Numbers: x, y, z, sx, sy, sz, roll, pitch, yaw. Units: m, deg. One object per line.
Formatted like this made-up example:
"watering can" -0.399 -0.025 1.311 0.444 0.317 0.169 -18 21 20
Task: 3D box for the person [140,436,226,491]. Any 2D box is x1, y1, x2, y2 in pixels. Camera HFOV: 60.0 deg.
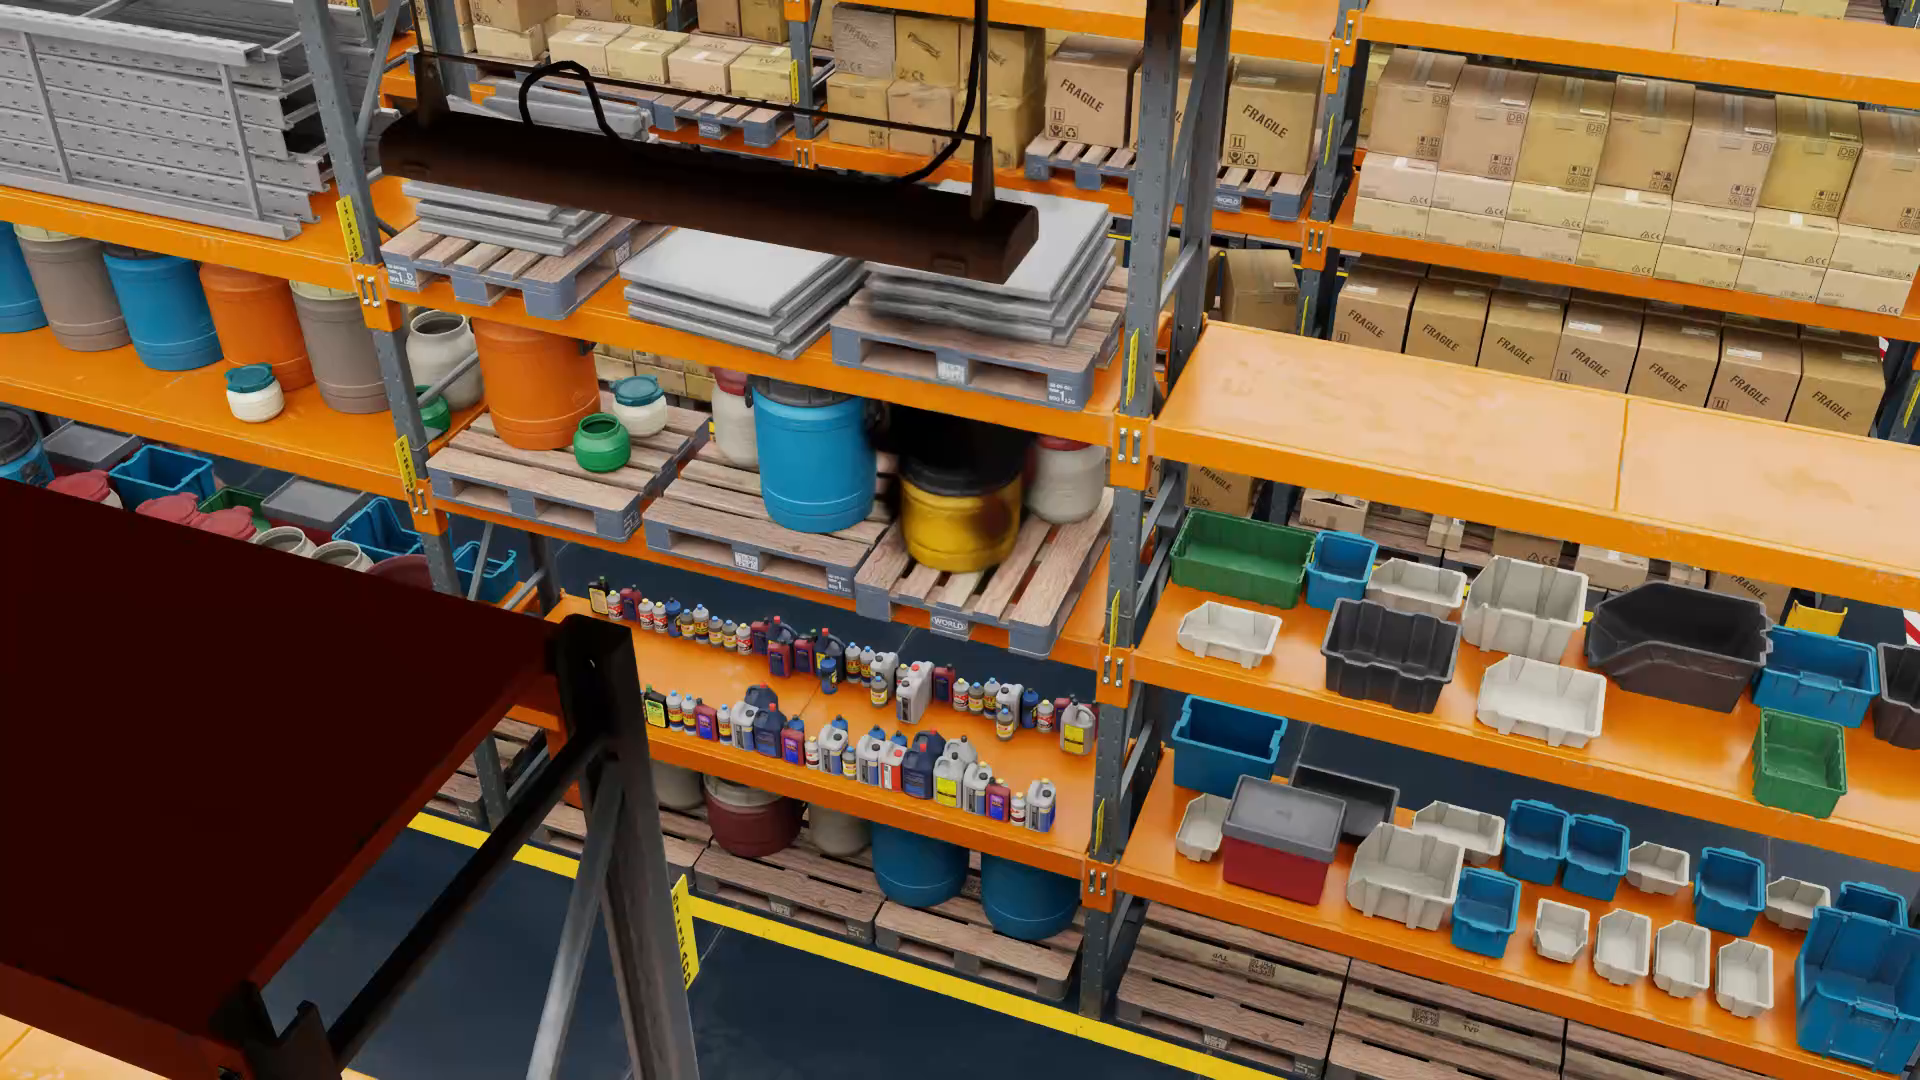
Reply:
"person" -6.373 -0.971 13.307 0.778 1.690 0.540 4 37 5
